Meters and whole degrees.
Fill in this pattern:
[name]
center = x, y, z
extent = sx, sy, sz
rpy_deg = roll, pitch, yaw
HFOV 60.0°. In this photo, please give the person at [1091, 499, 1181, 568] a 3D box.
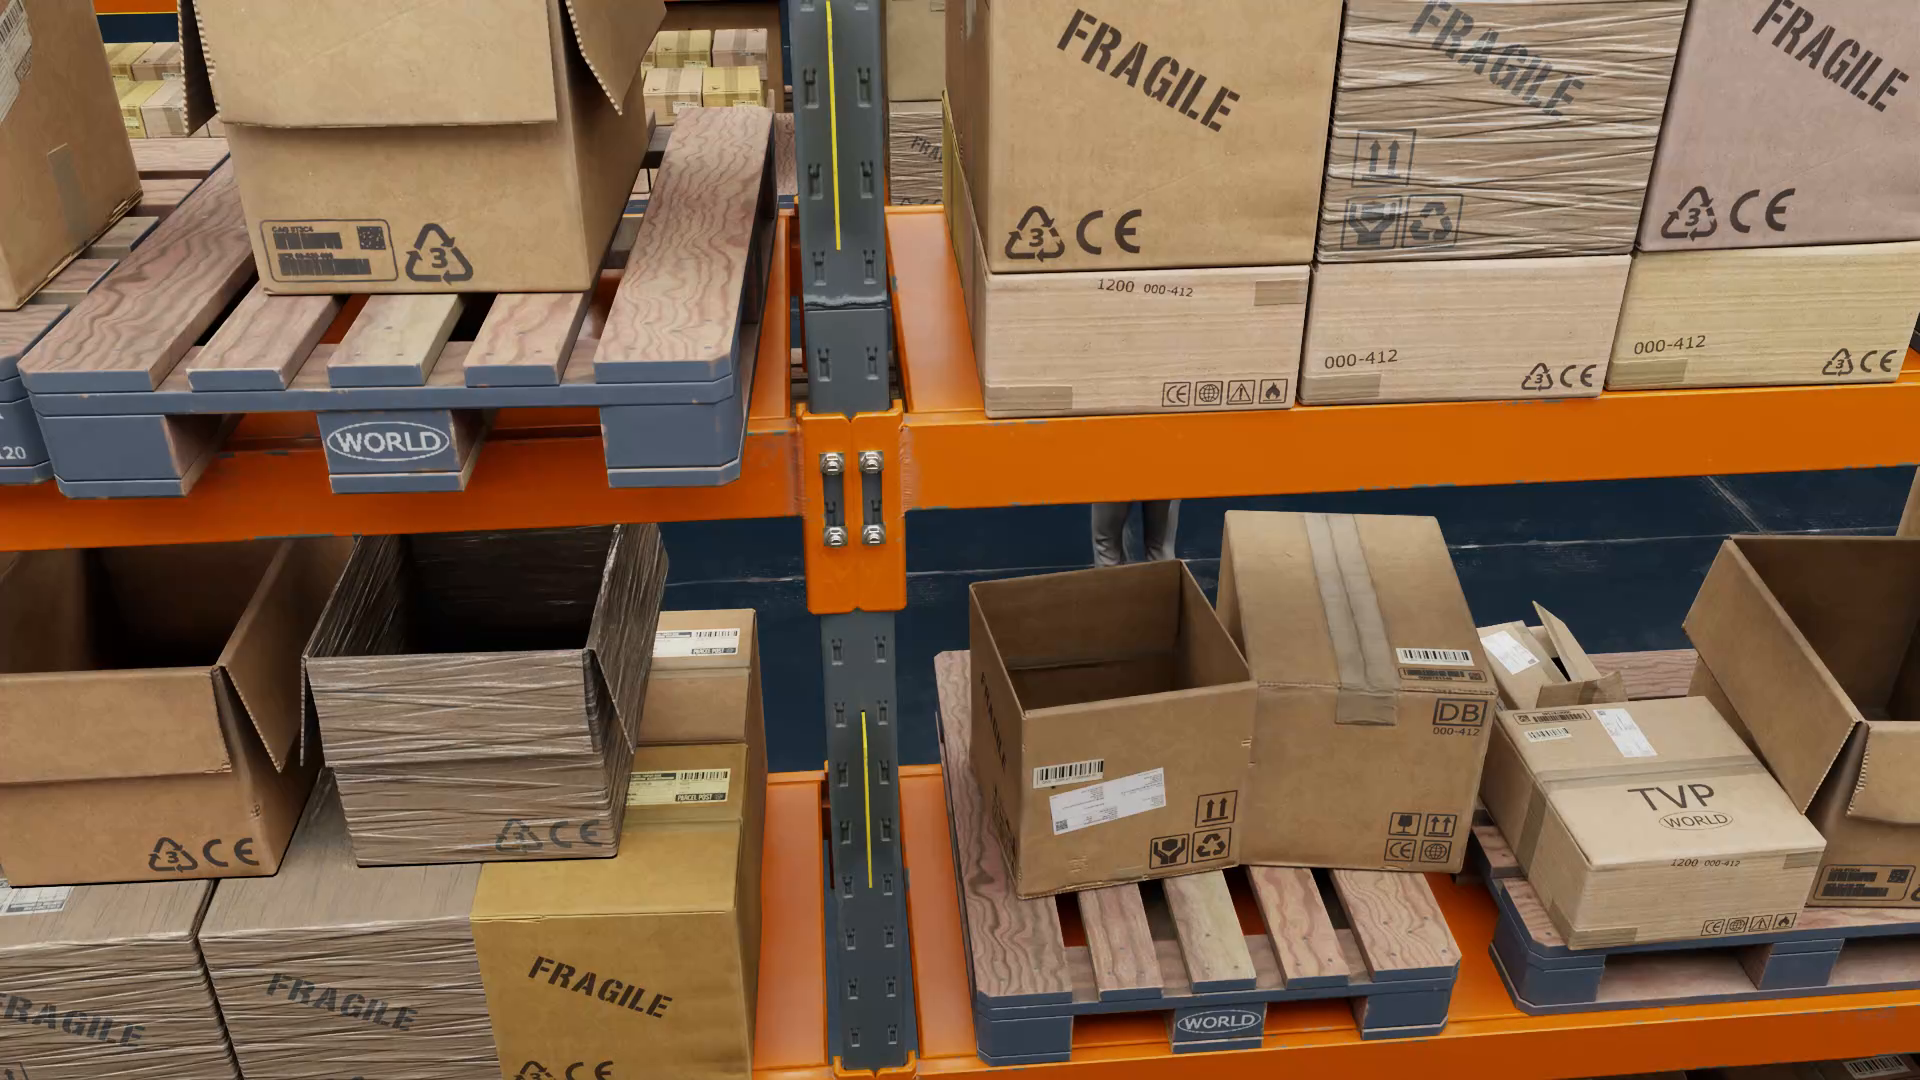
[person]
center = 0.703, -0.329, 6.651
extent = 0.459, 1.686, 0.563
rpy_deg = -2, 31, -4
